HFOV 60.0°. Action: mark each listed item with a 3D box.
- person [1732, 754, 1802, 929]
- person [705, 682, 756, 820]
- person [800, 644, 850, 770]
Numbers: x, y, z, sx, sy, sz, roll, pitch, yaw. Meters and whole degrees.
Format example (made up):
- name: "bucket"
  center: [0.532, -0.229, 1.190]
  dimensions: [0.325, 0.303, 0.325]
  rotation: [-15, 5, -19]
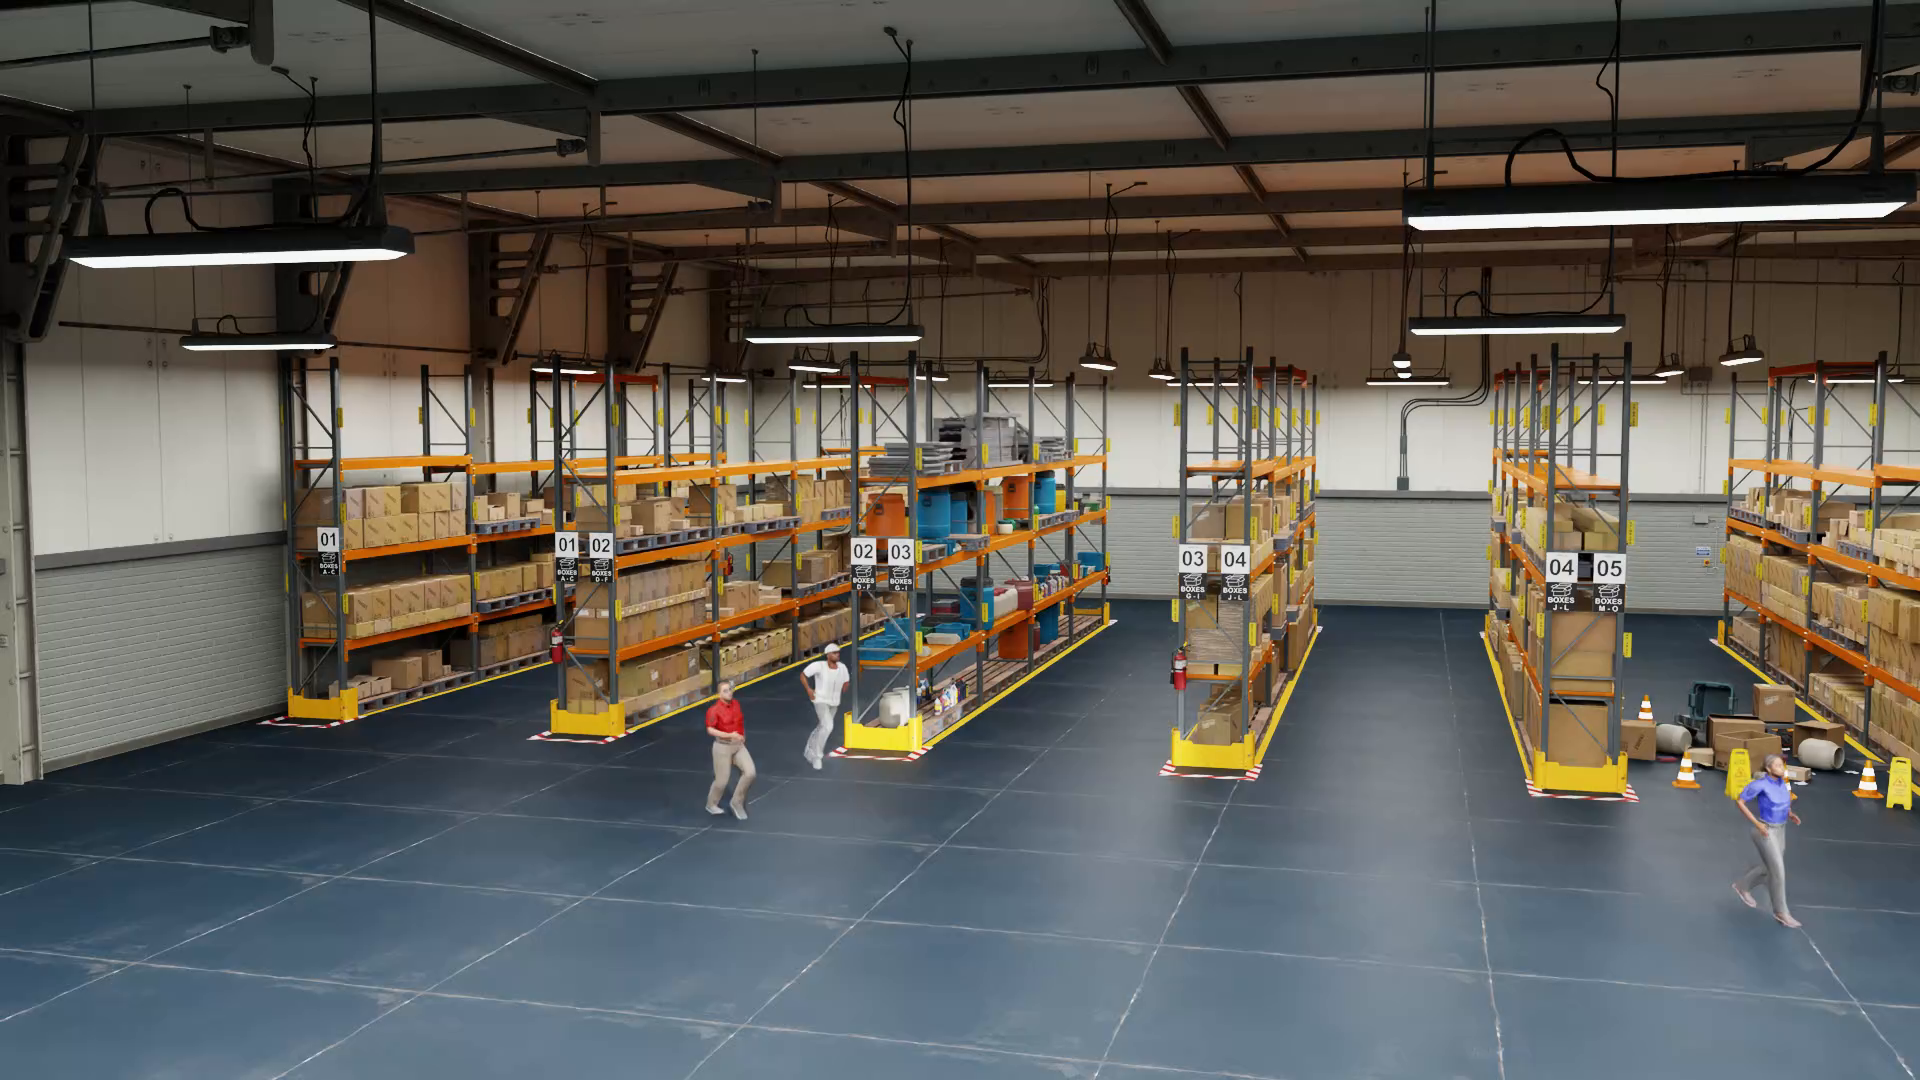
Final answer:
- name: "person"
  center: [8.070, 2.960, 16.619]
  dimensions: [0.584, 1.674, 0.796]
  rotation: [-3, 5, -32]
- name: "person"
  center: [-2.882, 2.647, 20.792]
  dimensions: [0.737, 1.754, 0.666]
  rotation: [4, 6, 43]
- name: "person"
  center: [-1.917, 2.381, 23.969]
  dimensions: [0.706, 1.808, 0.727]
  rotation: [-4, 6, -42]
